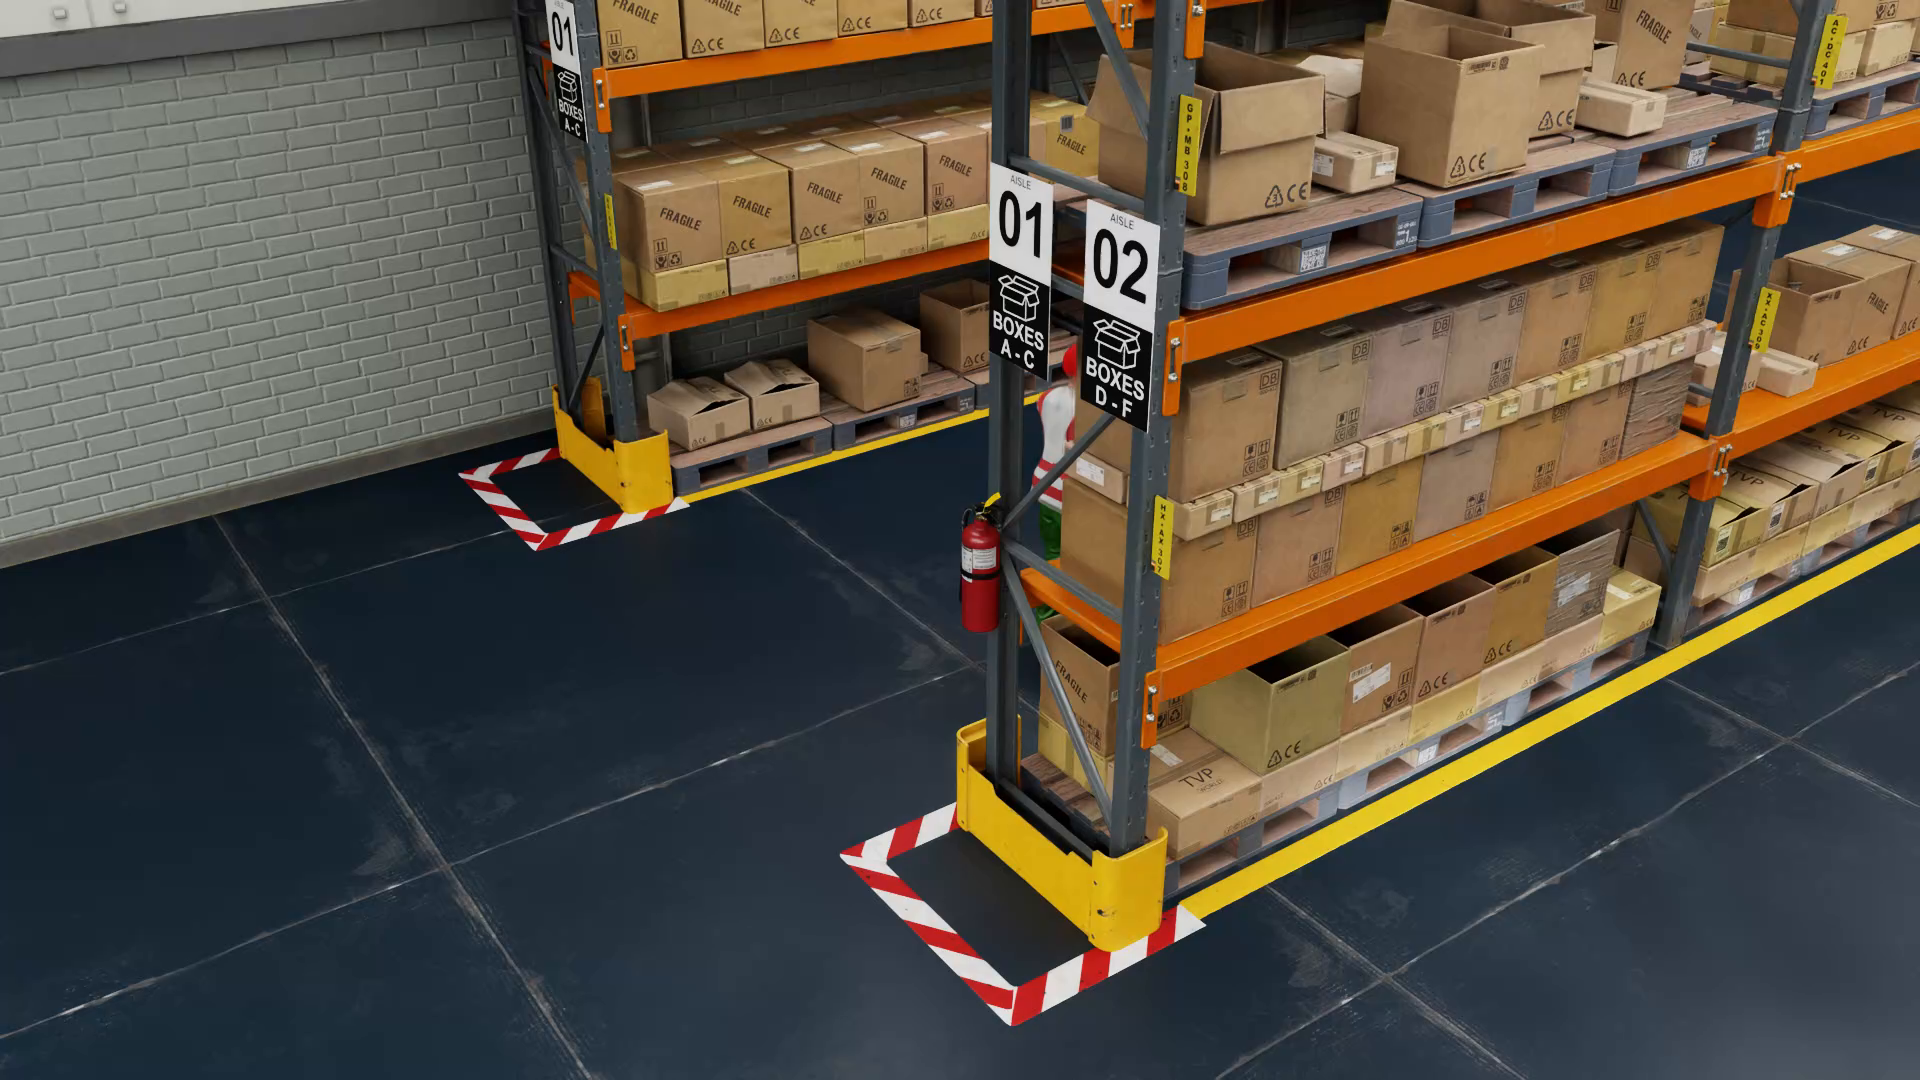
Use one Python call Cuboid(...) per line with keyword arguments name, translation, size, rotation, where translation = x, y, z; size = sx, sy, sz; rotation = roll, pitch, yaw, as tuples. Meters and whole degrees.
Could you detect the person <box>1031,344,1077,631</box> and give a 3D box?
Cuboid(name="person", translation=(0.673, -0.256, 9.082), size=(0.574, 1.779, 0.493), rotation=(-19, 34, -31))
